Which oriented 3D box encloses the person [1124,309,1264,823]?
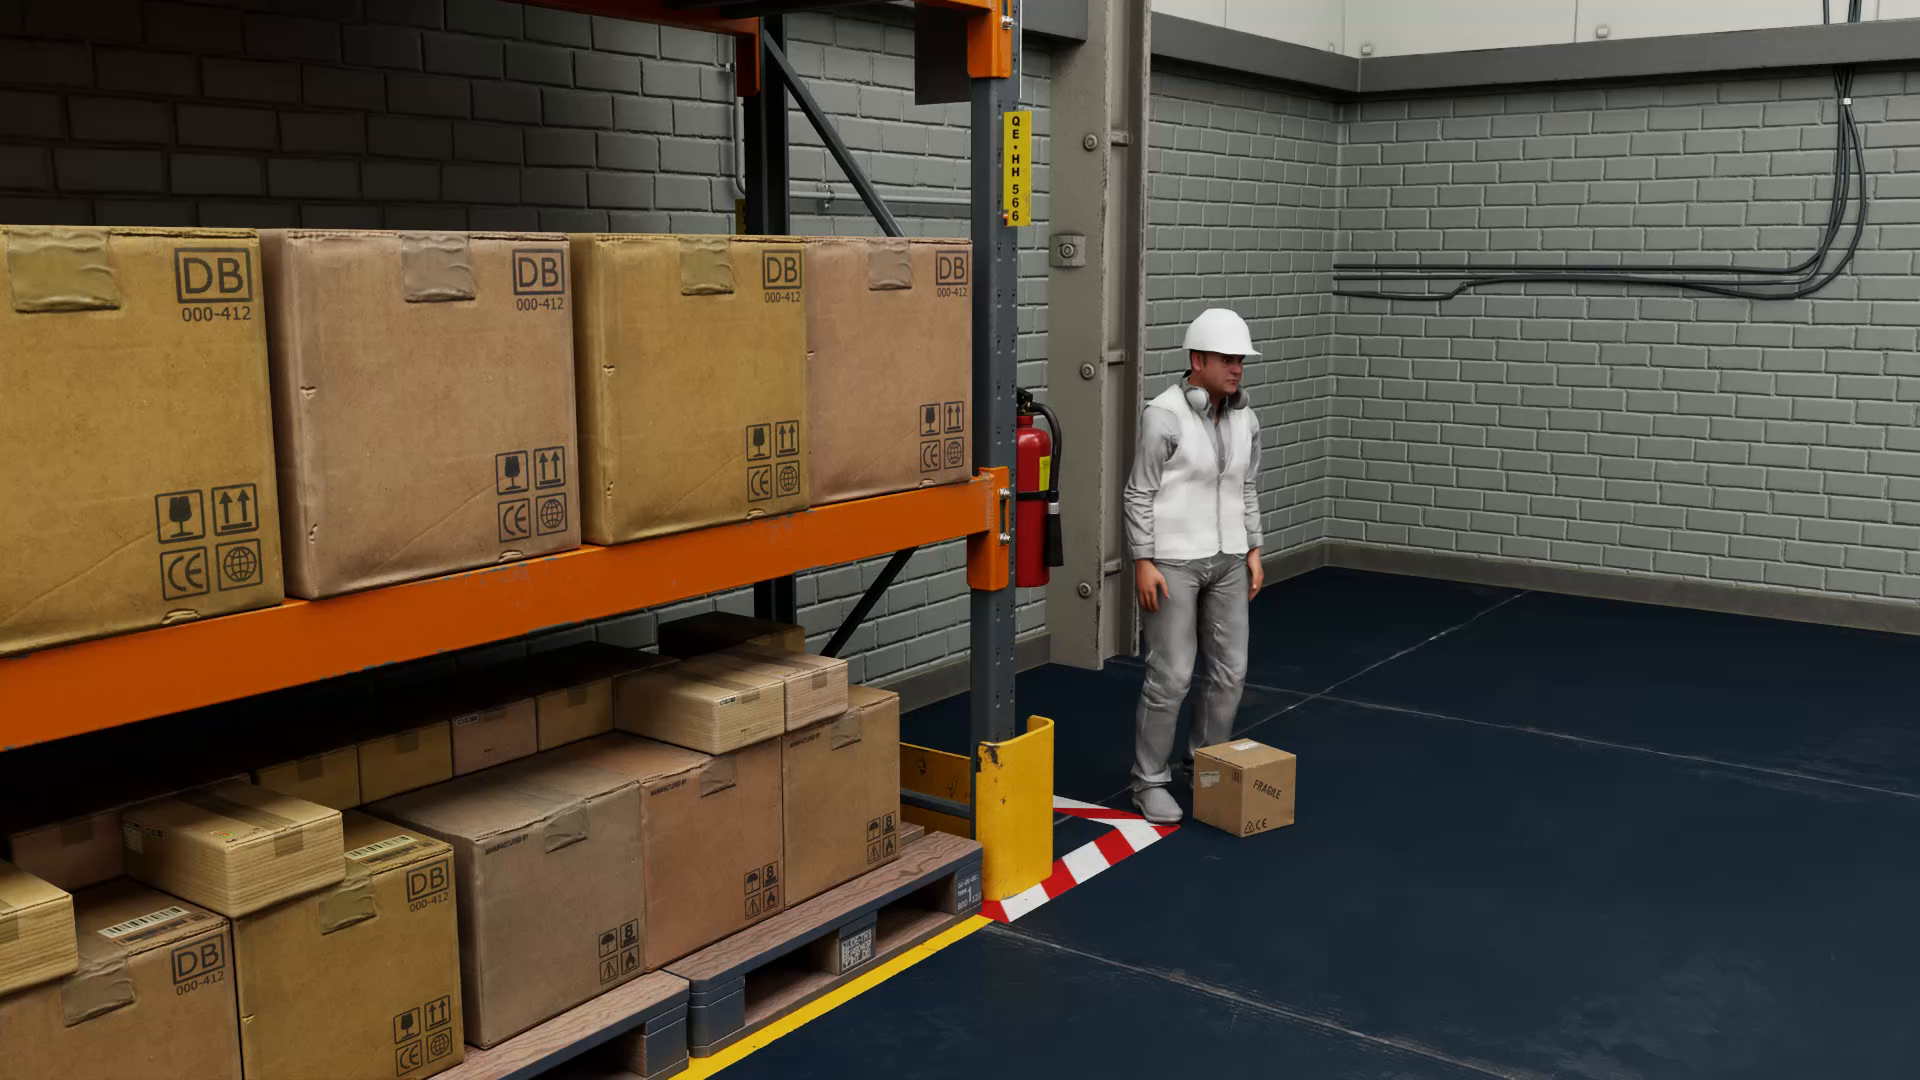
[{"bbox_3d":[0.837,0.075,5.876,0.580,1.771,0.463,-6,11,-32],"label":"person"}]
